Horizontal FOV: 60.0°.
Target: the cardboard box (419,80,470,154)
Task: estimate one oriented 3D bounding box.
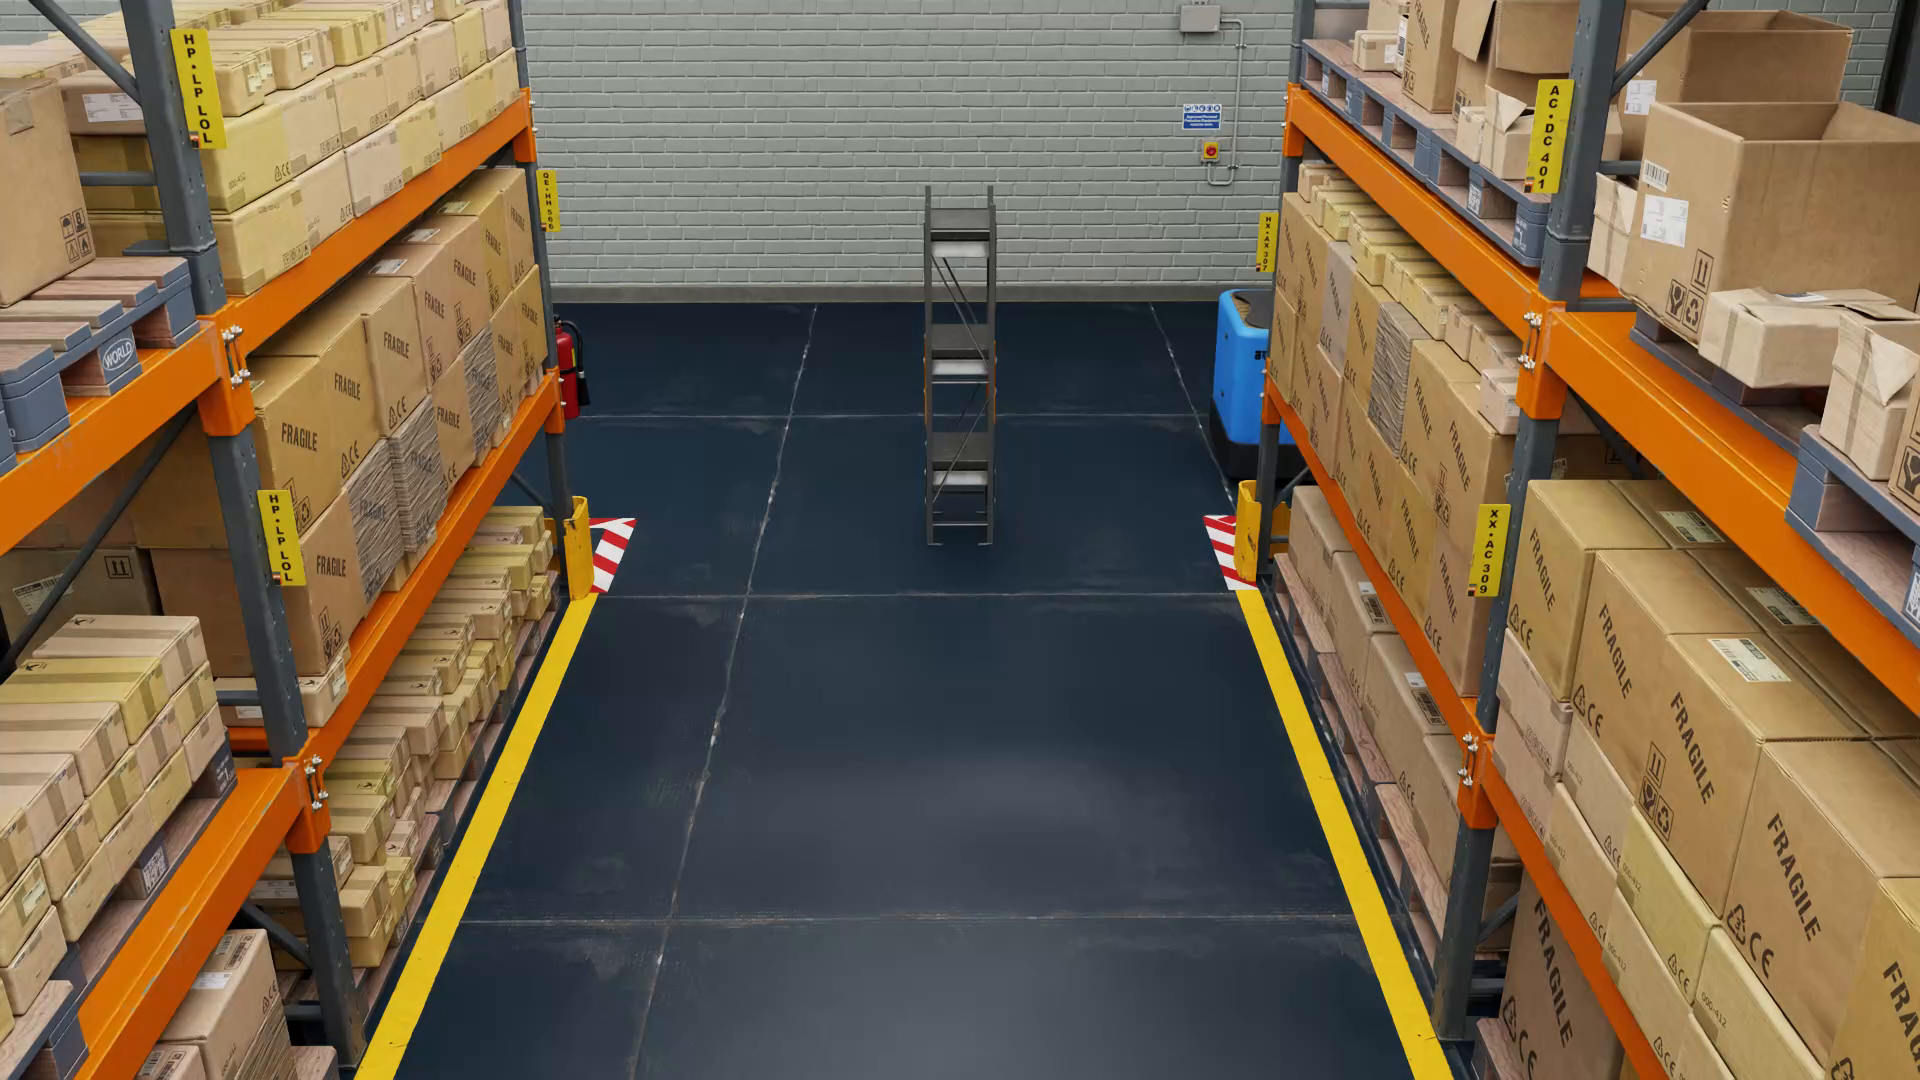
[{"bbox_3d":[-2.451,-1.819,7.174,0.500,0.250,0.500,1,24,2],"label":"cardboard box"}]

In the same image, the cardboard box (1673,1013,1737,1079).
[{"bbox_3d":[2.001,1.344,3.820,0.500,0.250,0.500,-1,24,-1],"label":"cardboard box"}]

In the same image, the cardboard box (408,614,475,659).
[{"bbox_3d":[-2.501,0.469,7.802,0.380,0.149,0.250,-1,24,-2],"label":"cardboard box"}]

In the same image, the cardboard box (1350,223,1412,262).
[{"bbox_3d":[1.950,-1.300,7.362,0.380,0.149,0.250,0,24,0],"label":"cardboard box"}]

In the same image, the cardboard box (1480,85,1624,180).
[{"bbox_3d":[1.940,-1.341,5.467,0.396,0.266,0.258,1,24,1],"label":"cardboard box"}]

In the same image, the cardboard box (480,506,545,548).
[{"bbox_3d":[-2.466,-0.068,8.988,0.380,0.149,0.250,0,24,0],"label":"cardboard box"}]

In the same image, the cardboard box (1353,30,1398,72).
[{"bbox_3d":[2.006,-2.225,7.564,0.380,0.149,0.250,1,24,1],"label":"cardboard box"}]

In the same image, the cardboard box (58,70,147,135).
[{"bbox_3d":[-2.442,-1.302,4.940,0.380,0.149,0.250,-1,24,-2],"label":"cardboard box"}]

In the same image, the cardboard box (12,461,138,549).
[{"bbox_3d":[-2.957,-0.302,5.583,0.500,0.500,0.500,-1,24,-2],"label":"cardboard box"}]

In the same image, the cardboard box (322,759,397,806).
[{"bbox_3d":[-2.474,1.003,6.621,0.380,0.149,0.250,-1,24,-1],"label":"cardboard box"}]

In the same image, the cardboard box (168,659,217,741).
[{"bbox_3d":[-2.480,0.478,4.988,0.380,0.149,0.250,0,24,1],"label":"cardboard box"}]

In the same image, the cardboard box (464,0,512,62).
[{"bbox_3d":[-2.465,-2.459,7.982,0.500,0.250,0.500,-1,24,-2],"label":"cardboard box"}]

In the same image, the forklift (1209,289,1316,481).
[{"bbox_3d":[3.281,-1.885,10.860,3.031,2.935,1.130,0,24,1],"label":"forklift"}]

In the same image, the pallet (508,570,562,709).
[{"bbox_3d":[-2.751,0.515,8.854,1.003,0.211,1.213,0,24,-1],"label":"pallet"}]

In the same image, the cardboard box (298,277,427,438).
[{"bbox_3d":[-2.438,-0.718,6.502,0.500,0.500,0.500,0,24,0],"label":"cardboard box"}]

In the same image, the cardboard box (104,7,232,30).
[{"bbox_3d":[-3.021,-1.946,6.364,0.380,0.149,0.250,-1,24,-1],"label":"cardboard box"}]

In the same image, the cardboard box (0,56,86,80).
[{"bbox_3d":[-2.971,-1.418,5.196,0.380,0.149,0.250,0,24,1],"label":"cardboard box"}]

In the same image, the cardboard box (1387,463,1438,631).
[{"bbox_3d":[1.996,0.015,6.454,0.500,0.500,0.500,-1,24,-2],"label":"cardboard box"}]

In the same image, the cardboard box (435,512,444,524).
[{"bbox_3d":[-2.469,-0.130,7.201,0.380,0.149,0.250,1,24,1],"label":"cardboard box"}]

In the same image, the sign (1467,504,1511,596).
[{"bbox_3d":[1.712,0.036,5.385,0.100,0.325,0.005,0,24,-1],"label":"sign"}]

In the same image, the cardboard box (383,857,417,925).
[{"bbox_3d":[-2.367,1.373,6.523,0.380,0.149,0.250,0,24,1],"label":"cardboard box"}]

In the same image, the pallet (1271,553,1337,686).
[{"bbox_3d":[2.311,0.414,9.078,1.003,0.211,1.213,0,24,-1],"label":"pallet"}]

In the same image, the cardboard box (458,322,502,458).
[{"bbox_3d":[-2.447,-0.697,7.670,0.500,0.500,0.500,0,24,0],"label":"cardboard box"}]

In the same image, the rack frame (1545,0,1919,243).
[{"bbox_3d":[2.267,-2.270,4.350,1.000,3.000,0.127,0,24,-1],"label":"rack frame"}]

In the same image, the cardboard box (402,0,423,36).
[{"bbox_3d":[-2.445,-2.166,6.850,0.380,0.149,0.250,0,24,1],"label":"cardboard box"}]

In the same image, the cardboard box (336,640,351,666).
[{"bbox_3d":[-2.434,0.417,5.993,0.380,0.149,0.250,0,24,1],"label":"cardboard box"}]

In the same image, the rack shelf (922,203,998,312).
[{"bbox_3d":[-0.002,-1.650,9.685,0.431,0.518,0.480,0,24,-1],"label":"rack shelf"}]

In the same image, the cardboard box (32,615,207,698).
[{"bbox_3d":[-2.482,0.343,4.924,0.380,0.149,0.250,1,24,2],"label":"cardboard box"}]

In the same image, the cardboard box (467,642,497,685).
[{"bbox_3d":[-2.424,0.600,7.872,0.380,0.149,0.250,1,24,2],"label":"cardboard box"}]

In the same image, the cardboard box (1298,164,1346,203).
[{"bbox_3d":[1.951,-1.834,8.544,0.380,0.149,0.250,0,24,1],"label":"cardboard box"}]

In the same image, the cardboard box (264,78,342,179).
[{"bbox_3d":[-2.447,-1.404,5.650,0.500,0.250,0.500,0,24,-1],"label":"cardboard box"}]

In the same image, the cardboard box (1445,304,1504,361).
[{"bbox_3d":[2.038,-0.775,6.202,0.380,0.149,0.250,0,24,-1],"label":"cardboard box"}]

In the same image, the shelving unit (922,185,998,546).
[{"bbox_3d":[-0.002,-1.025,9.968,0.431,2.100,0.503,0,24,-1],"label":"shelving unit"}]

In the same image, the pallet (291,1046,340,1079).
[{"bbox_3d":[-2.671,2.118,5.310,1.003,0.211,1.213,0,24,-1],"label":"pallet"}]

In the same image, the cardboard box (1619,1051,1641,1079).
[{"bbox_3d":[2.372,1.867,4.551,0.875,0.875,0.875,0,24,1],"label":"cardboard box"}]

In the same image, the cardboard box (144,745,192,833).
[{"bbox_3d":[-2.475,0.720,4.814,0.380,0.149,0.250,0,24,0],"label":"cardboard box"}]

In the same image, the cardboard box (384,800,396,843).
[{"bbox_3d":[-2.496,1.144,6.669,0.380,0.149,0.250,0,24,-1],"label":"cardboard box"}]

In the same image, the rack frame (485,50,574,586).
[{"bbox_3d":[-2.725,-1.121,9.089,1.000,3.000,0.127,0,24,-1],"label":"rack frame"}]

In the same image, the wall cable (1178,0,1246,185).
[{"bbox_3d":[2.139,-3.986,14.152,0.585,1.953,0.123,0,24,-1],"label":"wall cable"}]

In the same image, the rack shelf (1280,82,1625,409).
[{"bbox_3d":[2.246,-1.400,6.939,1.077,0.370,4.000,0,24,-1],"label":"rack shelf"}]

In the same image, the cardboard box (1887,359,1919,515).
[{"bbox_3d":[2.002,-0.217,2.820,0.500,0.500,0.500,0,24,0],"label":"cardboard box"}]

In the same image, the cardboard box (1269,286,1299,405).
[{"bbox_3d":[1.942,-1.032,8.770,0.500,0.500,0.500,0,24,-1],"label":"cardboard box"}]

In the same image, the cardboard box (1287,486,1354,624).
[{"bbox_3d":[2.331,0.062,9.072,0.875,0.438,0.875,-1,24,-2],"label":"cardboard box"}]

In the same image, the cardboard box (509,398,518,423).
[{"bbox_3d":[-2.456,-0.668,8.392,0.380,0.149,0.250,0,24,-1],"label":"cardboard box"}]

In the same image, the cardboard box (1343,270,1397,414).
[{"bbox_3d":[1.976,-0.857,7.170,0.500,0.500,0.500,0,24,0],"label":"cardboard box"}]

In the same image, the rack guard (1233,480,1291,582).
[{"bbox_3d":[2.223,-0.056,9.768,1.175,0.500,0.348,0,24,-1],"label":"rack guard"}]

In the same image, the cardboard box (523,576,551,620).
[{"bbox_3d":[-2.407,0.308,8.880,0.380,0.149,0.250,0,24,1],"label":"cardboard box"}]

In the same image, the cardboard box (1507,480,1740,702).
[{"bbox_3d":[1.985,0.144,4.956,0.500,0.500,0.500,0,24,0],"label":"cardboard box"}]

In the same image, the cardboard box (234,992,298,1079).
[{"bbox_3d":[-2.421,1.778,5.202,0.500,0.500,0.500,-1,24,-2],"label":"cardboard box"}]
